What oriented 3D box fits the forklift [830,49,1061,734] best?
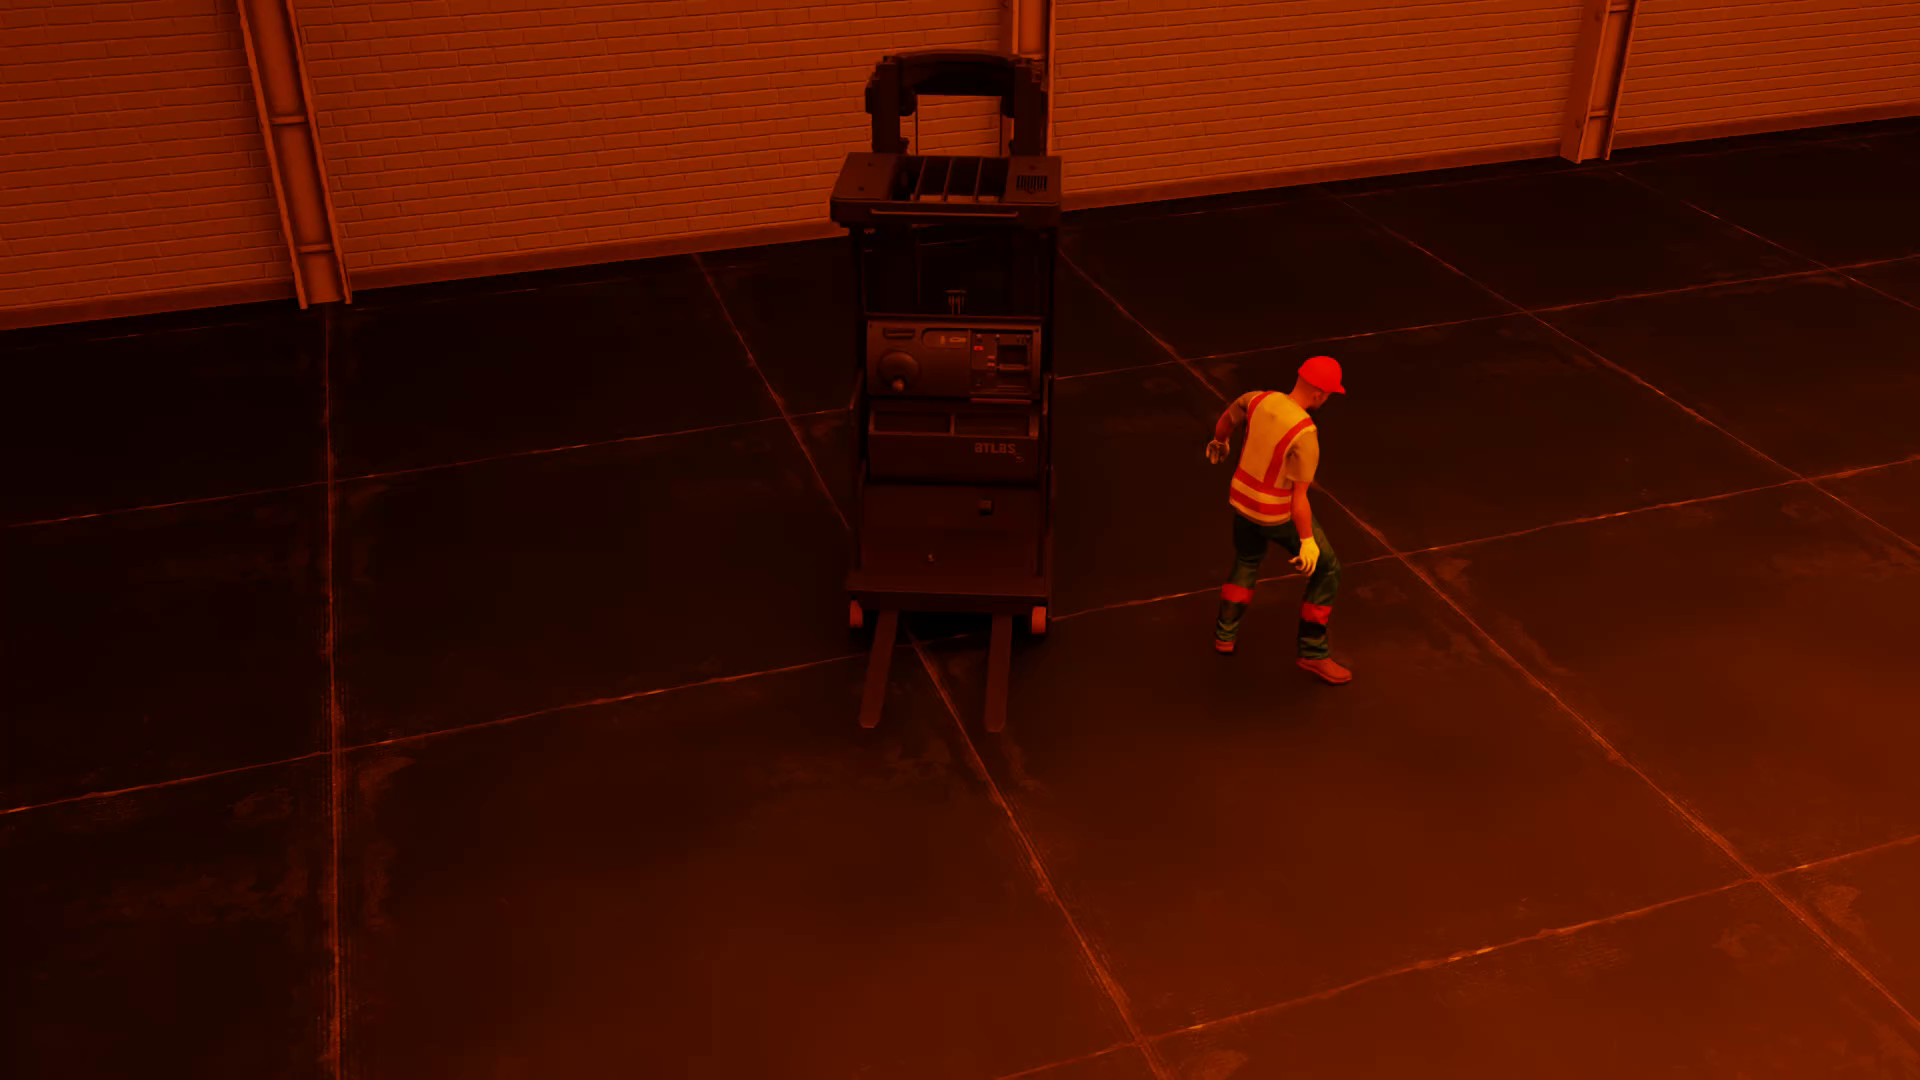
[{"bbox_3d":[-0.046,-0.917,8.681,1.130,2.935,3.031,2,30,3],"label":"forklift"}]

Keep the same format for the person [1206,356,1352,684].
[{"bbox_3d":[1.645,-0.163,8.634,0.527,1.719,1.122,-17,34,-27],"label":"person"}]
